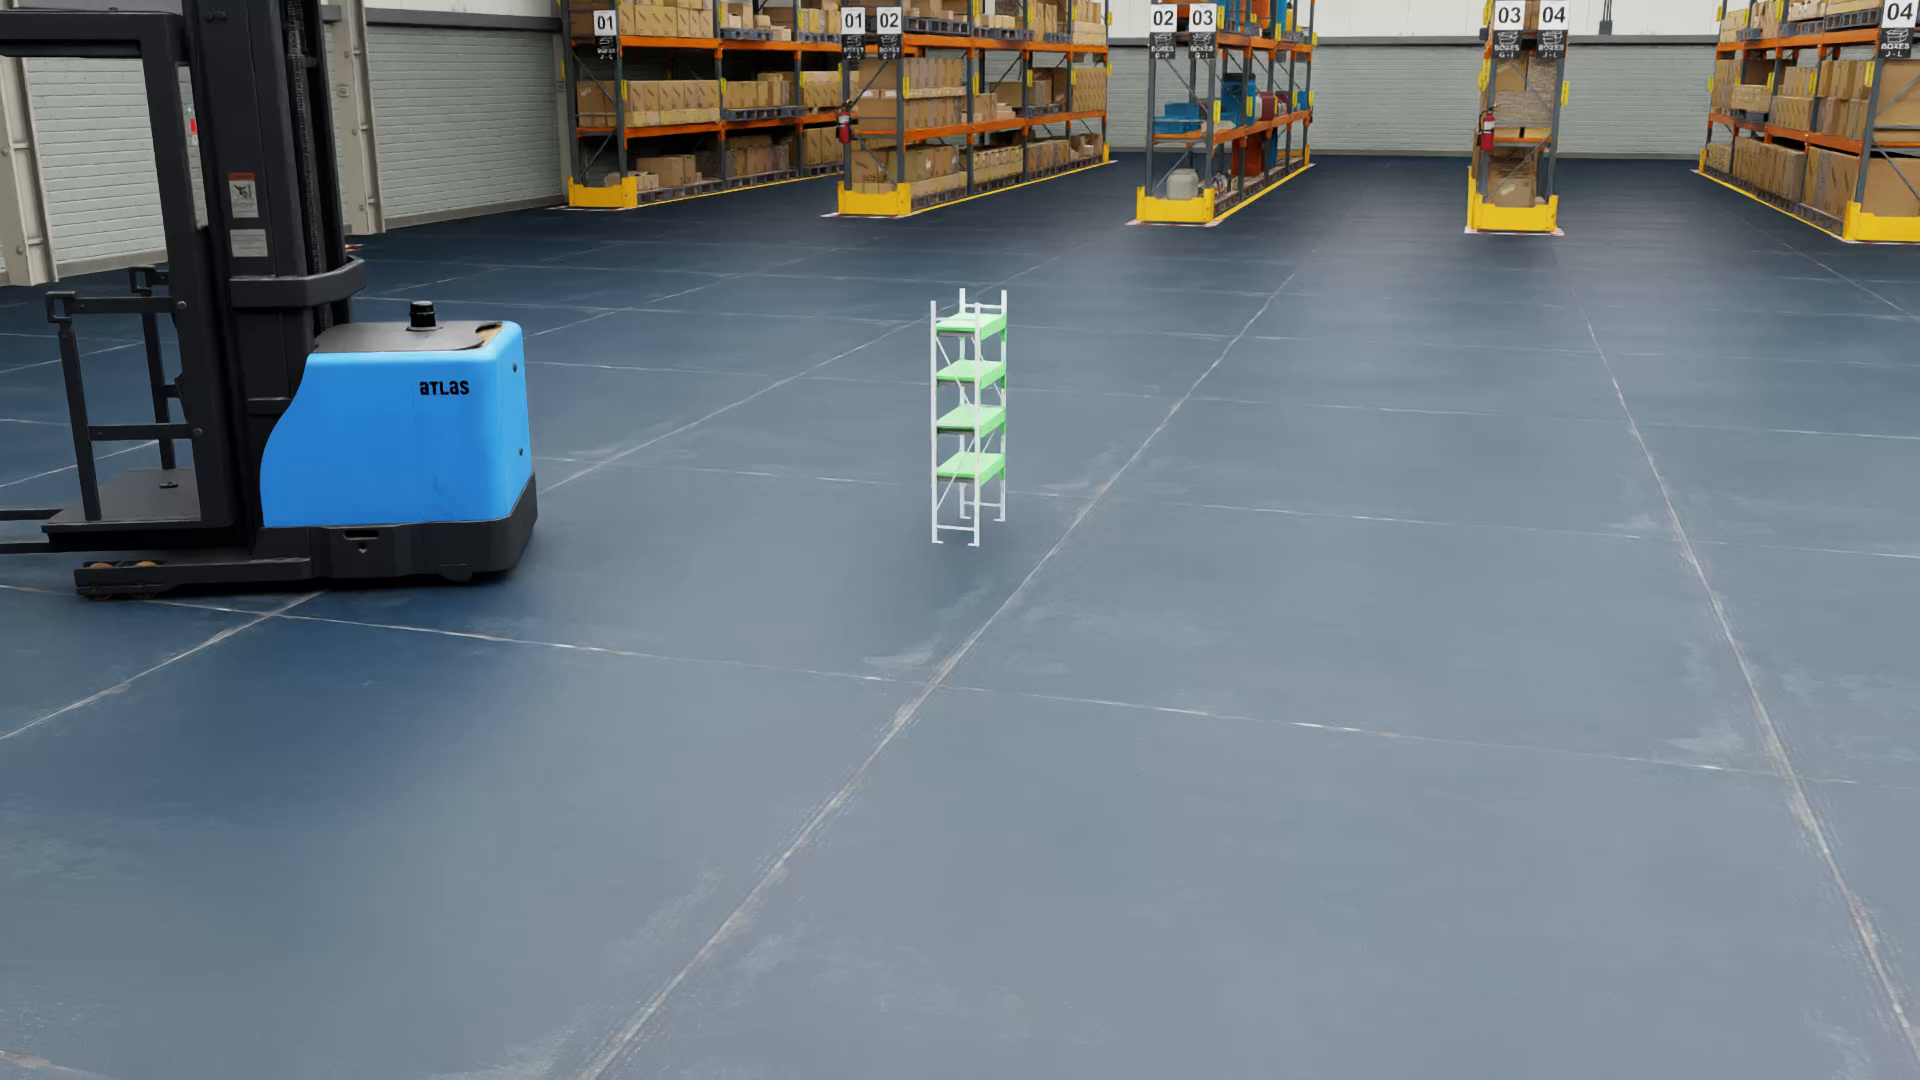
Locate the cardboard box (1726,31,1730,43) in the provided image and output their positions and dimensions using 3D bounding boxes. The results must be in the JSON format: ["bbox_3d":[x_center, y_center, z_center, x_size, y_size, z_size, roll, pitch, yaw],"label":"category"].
[{"bbox_3d":[16.721,-10.777,35.604,0.500,0.250,0.500,4,16,14],"label":"cardboard box"}]

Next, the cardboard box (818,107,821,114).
[{"bbox_3d":[-3.295,-9.476,36.665,0.380,0.149,0.250,5,17,17],"label":"cardboard box"}]

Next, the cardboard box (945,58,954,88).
[{"bbox_3d":[-0.514,-8.241,29.325,0.700,0.500,0.500,5,16,16],"label":"cardboard box"}]

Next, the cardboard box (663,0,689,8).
[{"bbox_3d":[-5.169,-9.749,29.653,0.500,0.500,0.500,4,16,14],"label":"cardboard box"}]

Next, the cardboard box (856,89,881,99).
[{"bbox_3d":[-1.463,-7.246,27.006,0.380,0.149,0.250,4,16,15],"label":"cardboard box"}]

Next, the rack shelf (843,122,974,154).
[{"bbox_3d":[-0.820,-6.948,28.647,1.077,0.370,4.000,5,16,16],"label":"rack shelf"}]

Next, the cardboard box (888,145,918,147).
[{"bbox_3d":[-0.968,-6.699,29.344,0.500,0.500,0.500,5,16,16],"label":"cardboard box"}]

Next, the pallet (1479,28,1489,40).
[{"bbox_3d":[10.514,-9.619,31.596,1.213,0.211,1.003,5,17,18],"label":"pallet"}]

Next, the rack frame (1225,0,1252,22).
[{"bbox_3d":[4.496,-10.318,28.217,1.000,3.000,0.127,5,16,16],"label":"rack frame"}]

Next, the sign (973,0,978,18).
[{"bbox_3d":[0.281,-9.505,29.752,0.100,0.325,0.005,5,16,16],"label":"sign"}]

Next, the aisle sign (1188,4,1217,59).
[{"bbox_3d":[3.620,-7.595,24.845,0.394,0.787,0.004,5,16,16],"label":"aisle sign"}]

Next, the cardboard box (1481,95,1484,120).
[{"bbox_3d":[10.284,-8.291,31.880,0.500,0.500,0.500,5,17,18],"label":"cardboard box"}]

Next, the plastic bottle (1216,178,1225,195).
[{"bbox_3d":[4.393,-5.966,28.051,0.152,0.276,0.135,5,17,17],"label":"plastic bottle"}]

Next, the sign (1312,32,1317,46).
[{"bbox_3d":[8.438,-11.926,39.574,0.100,0.325,0.005,5,16,16],"label":"sign"}]

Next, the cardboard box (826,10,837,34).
[{"bbox_3d":[-3.181,-11.624,37.327,0.700,0.500,0.500,4,16,15],"label":"cardboard box"}]

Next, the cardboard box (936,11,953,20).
[{"bbox_3d":[-0.333,-9.072,28.754,0.380,0.149,0.250,5,16,16],"label":"cardboard box"}]

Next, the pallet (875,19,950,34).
[{"bbox_3d":[-0.818,-8.675,28.080,1.003,0.211,1.213,5,16,16],"label":"pallet"}]

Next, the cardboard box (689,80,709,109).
[{"bbox_3d":[-4.977,-8.220,30.677,0.500,0.500,0.500,5,16,16],"label":"cardboard box"}]

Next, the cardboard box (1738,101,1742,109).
[{"bbox_3d":[15.400,-8.474,32.398,0.380,0.149,0.250,4,16,13],"label":"cardboard box"}]

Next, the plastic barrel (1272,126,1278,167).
[{"bbox_3d":[6.599,-8.577,36.146,0.600,0.901,0.708,5,16,16],"label":"plastic barrel"}]

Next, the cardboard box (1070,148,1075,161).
[{"bbox_3d":[2.348,-8.921,38.407,0.500,0.311,0.500,5,16,16],"label":"cardboard box"}]

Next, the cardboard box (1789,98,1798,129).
[{"bbox_3d":[14.151,-7.107,27.705,0.500,0.500,0.500,5,17,16],"label":"cardboard box"}]

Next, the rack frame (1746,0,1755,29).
[{"bbox_3d":[16.245,-11.616,32.793,1.000,3.000,0.127,5,16,16],"label":"rack frame"}]

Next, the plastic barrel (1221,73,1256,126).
[{"bbox_3d":[4.896,-7.751,29.241,0.600,0.901,0.708,5,16,16],"label":"plastic barrel"}]

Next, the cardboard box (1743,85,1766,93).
[{"bbox_3d":[15.326,-8.692,32.076,0.380,0.149,0.250,5,17,18],"label":"cardboard box"}]

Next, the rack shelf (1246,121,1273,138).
[{"bbox_3d":[5.064,-7.609,30.978,1.077,0.370,4.000,5,16,16],"label":"rack shelf"}]

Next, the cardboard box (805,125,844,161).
[{"bbox_3d":[-3.039,-9.048,37.903,0.750,0.750,0.750,5,17,18],"label":"cardboard box"}]

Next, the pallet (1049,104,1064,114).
[{"bbox_3d":[1.690,-9.617,37.091,1.003,0.211,1.213,5,16,16],"label":"pallet"}]

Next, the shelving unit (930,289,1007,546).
[{"bbox_3d":[0.047,-0.621,8.318,0.258,1.200,0.503,5,16,16],"label":"shelving unit"}]

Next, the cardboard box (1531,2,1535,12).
[{"bbox_3d":[8.528,-7.754,24.219,0.380,0.149,0.250,4,16,15],"label":"cardboard box"}]

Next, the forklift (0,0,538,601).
[{"bbox_3d":[-3.605,-1.293,7.516,3.031,2.935,1.130,-2,16,-7],"label":"forklift"}]

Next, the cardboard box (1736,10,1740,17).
[{"bbox_3d":[16.415,-10.977,34.663,0.380,0.149,0.250,5,16,15],"label":"cardboard box"}]

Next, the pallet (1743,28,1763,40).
[{"bbox_3d":[15.676,-9.658,31.730,1.213,0.211,1.003,5,16,16],"label":"pallet"}]

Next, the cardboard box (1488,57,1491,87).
[{"bbox_3d":[8.164,-6.968,24.839,0.500,0.500,0.500,5,16,16],"label":"cardboard box"}]

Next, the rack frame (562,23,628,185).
[{"bbox_3d":[-6.139,-7.154,28.055,1.000,3.000,0.127,5,16,16],"label":"rack frame"}]

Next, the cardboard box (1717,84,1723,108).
[{"bbox_3d":[16.710,-9.603,35.959,0.500,0.500,0.500,5,17,17],"label":"cardboard box"}]

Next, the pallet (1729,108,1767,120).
[{"bbox_3d":[15.888,-8.449,32.972,1.003,0.211,1.213,5,16,16],"label":"pallet"}]

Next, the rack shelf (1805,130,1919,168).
[{"bbox_3d":[13.403,-5.768,24.485,1.077,0.370,4.000,5,16,16],"label":"rack shelf"}]

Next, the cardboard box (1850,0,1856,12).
[{"bbox_3d":[13.038,-7.675,23.903,0.380,0.149,0.250,5,17,17],"label":"cardboard box"}]

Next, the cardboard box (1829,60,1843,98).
[{"bbox_3d":[13.504,-6.851,24.734,0.875,0.550,0.550,5,16,16],"label":"cardboard box"}]

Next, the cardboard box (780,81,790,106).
[{"bbox_3d":[-3.990,-9.383,34.924,0.700,0.500,0.500,3,16,9],"label":"cardboard box"}]

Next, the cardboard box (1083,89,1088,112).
[{"bbox_3d":[2.714,-10.336,39.088,0.500,0.500,0.500,5,16,16],"label":"cardboard box"}]

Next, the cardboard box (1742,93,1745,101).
[{"bbox_3d":[15.324,-8.543,32.098,0.380,0.149,0.250,4,16,15],"label":"cardboard box"}]

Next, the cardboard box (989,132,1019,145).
[{"bbox_3d":[0.937,-8.512,35.241,0.500,0.250,0.500,5,17,18],"label":"cardboard box"}]

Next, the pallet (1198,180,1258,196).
[{"bbox_3d":[5.027,-6.619,31.280,1.003,0.211,1.213,5,16,16],"label":"pallet"}]

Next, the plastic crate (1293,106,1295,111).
[{"bbox_3d":[7.380,-9.882,37.781,0.437,0.282,0.530,5,16,16],"label":"plastic crate"}]

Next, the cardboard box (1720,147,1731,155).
[{"bbox_3d":[16.332,-8.236,35.232,0.380,0.149,0.250,4,16,13],"label":"cardboard box"}]

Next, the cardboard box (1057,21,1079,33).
[{"bbox_3d":[2.398,-11.630,37.696,0.500,0.250,0.500,5,16,16],"label":"cardboard box"}]

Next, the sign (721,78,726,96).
[{"bbox_3d":[-4.480,-8.577,31.485,0.100,0.325,0.005,5,16,16],"label":"sign"}]

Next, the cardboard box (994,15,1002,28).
[{"bbox_3d":[0.505,-10.026,32.190,0.500,0.250,0.500,4,16,15],"label":"cardboard box"}]

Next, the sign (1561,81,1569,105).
[{"bbox_3d":[8.628,-6.376,23.726,0.100,0.325,0.005,5,16,16],"label":"sign"}]

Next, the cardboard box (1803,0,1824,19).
[{"bbox_3d":[14.259,-8.763,27.441,0.500,0.311,0.500,4,16,14],"label":"cardboard box"}]

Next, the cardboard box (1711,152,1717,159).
[{"bbox_3d":[16.693,-8.436,36.485,0.380,0.149,0.250,5,17,18],"label":"cardboard box"}]

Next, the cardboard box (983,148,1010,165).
[{"bbox_3d":[0.684,-7.588,32.828,0.500,0.311,0.500,5,16,16],"label":"cardboard box"}]
